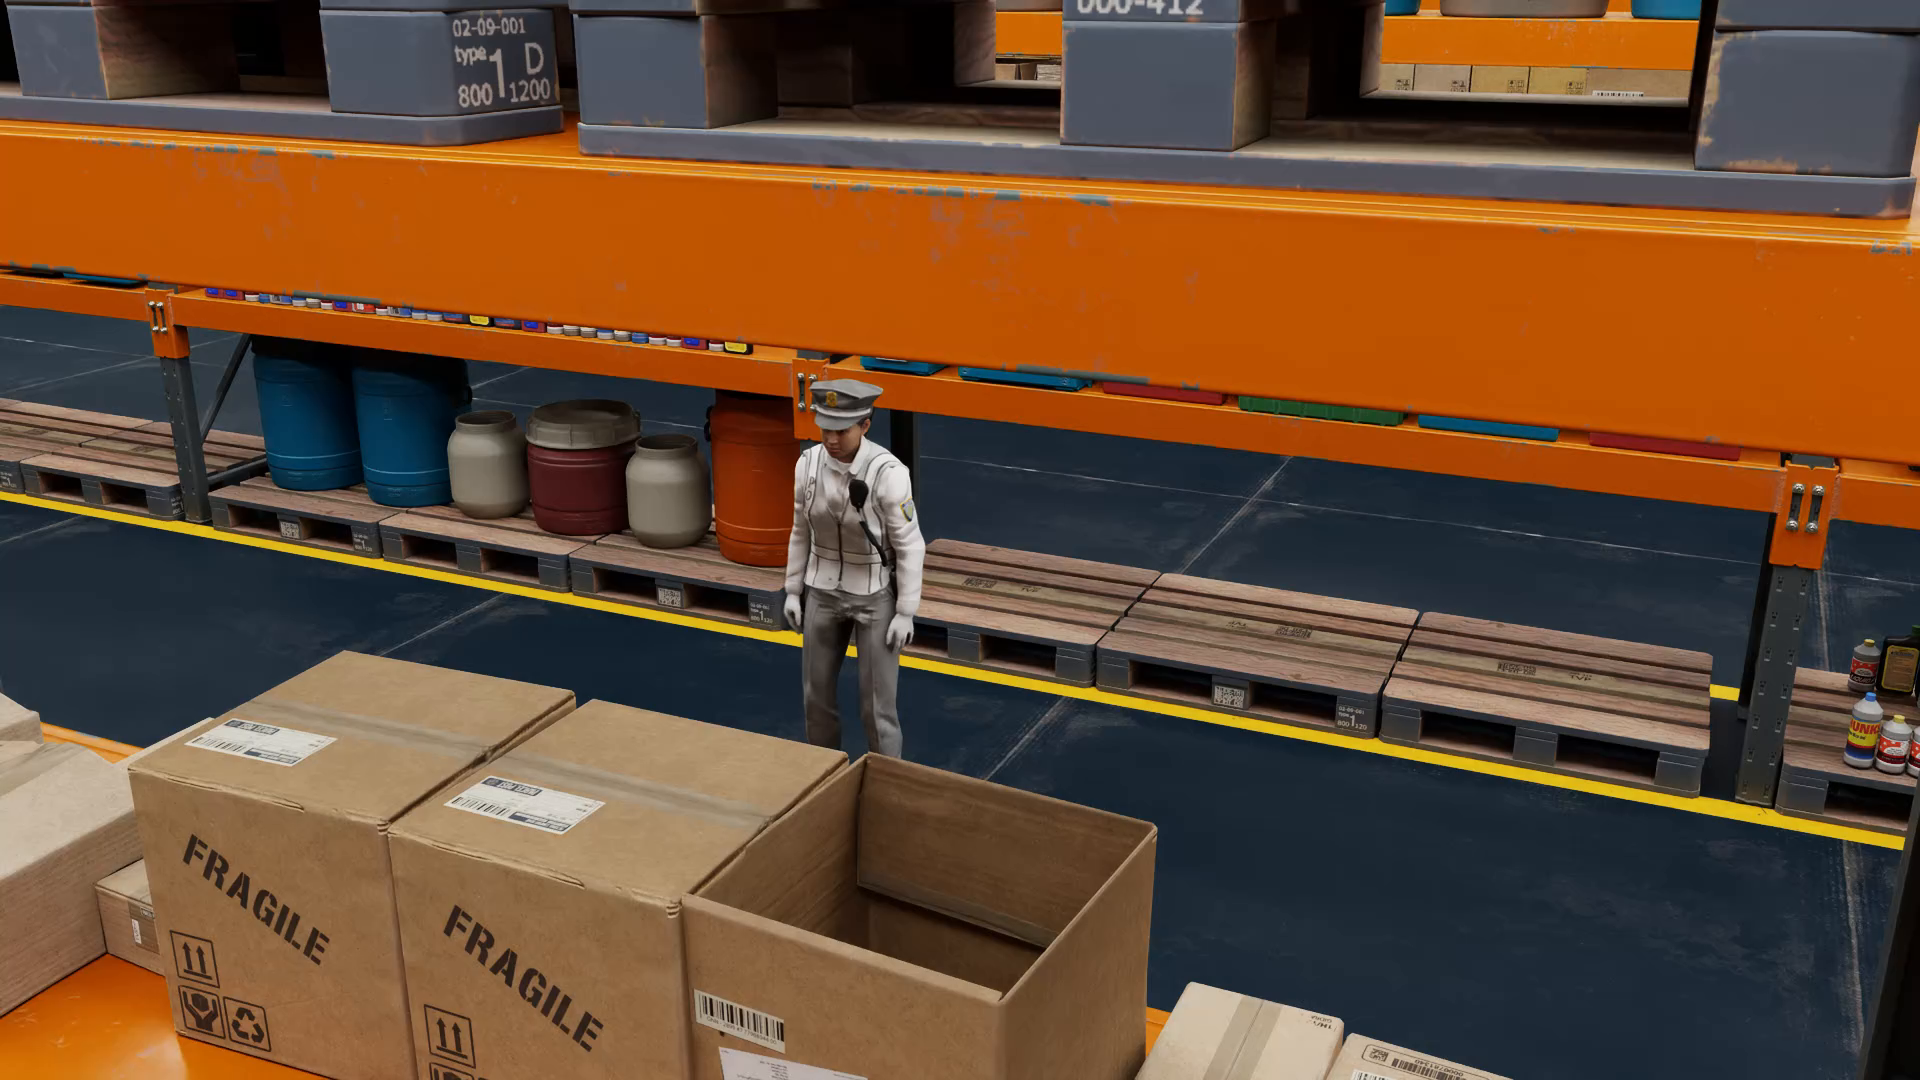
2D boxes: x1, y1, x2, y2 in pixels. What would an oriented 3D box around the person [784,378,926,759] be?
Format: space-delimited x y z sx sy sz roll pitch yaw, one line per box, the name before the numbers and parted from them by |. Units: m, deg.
person | -0.383 0.230 5.899 0.526 1.663 0.374 8 21 22
